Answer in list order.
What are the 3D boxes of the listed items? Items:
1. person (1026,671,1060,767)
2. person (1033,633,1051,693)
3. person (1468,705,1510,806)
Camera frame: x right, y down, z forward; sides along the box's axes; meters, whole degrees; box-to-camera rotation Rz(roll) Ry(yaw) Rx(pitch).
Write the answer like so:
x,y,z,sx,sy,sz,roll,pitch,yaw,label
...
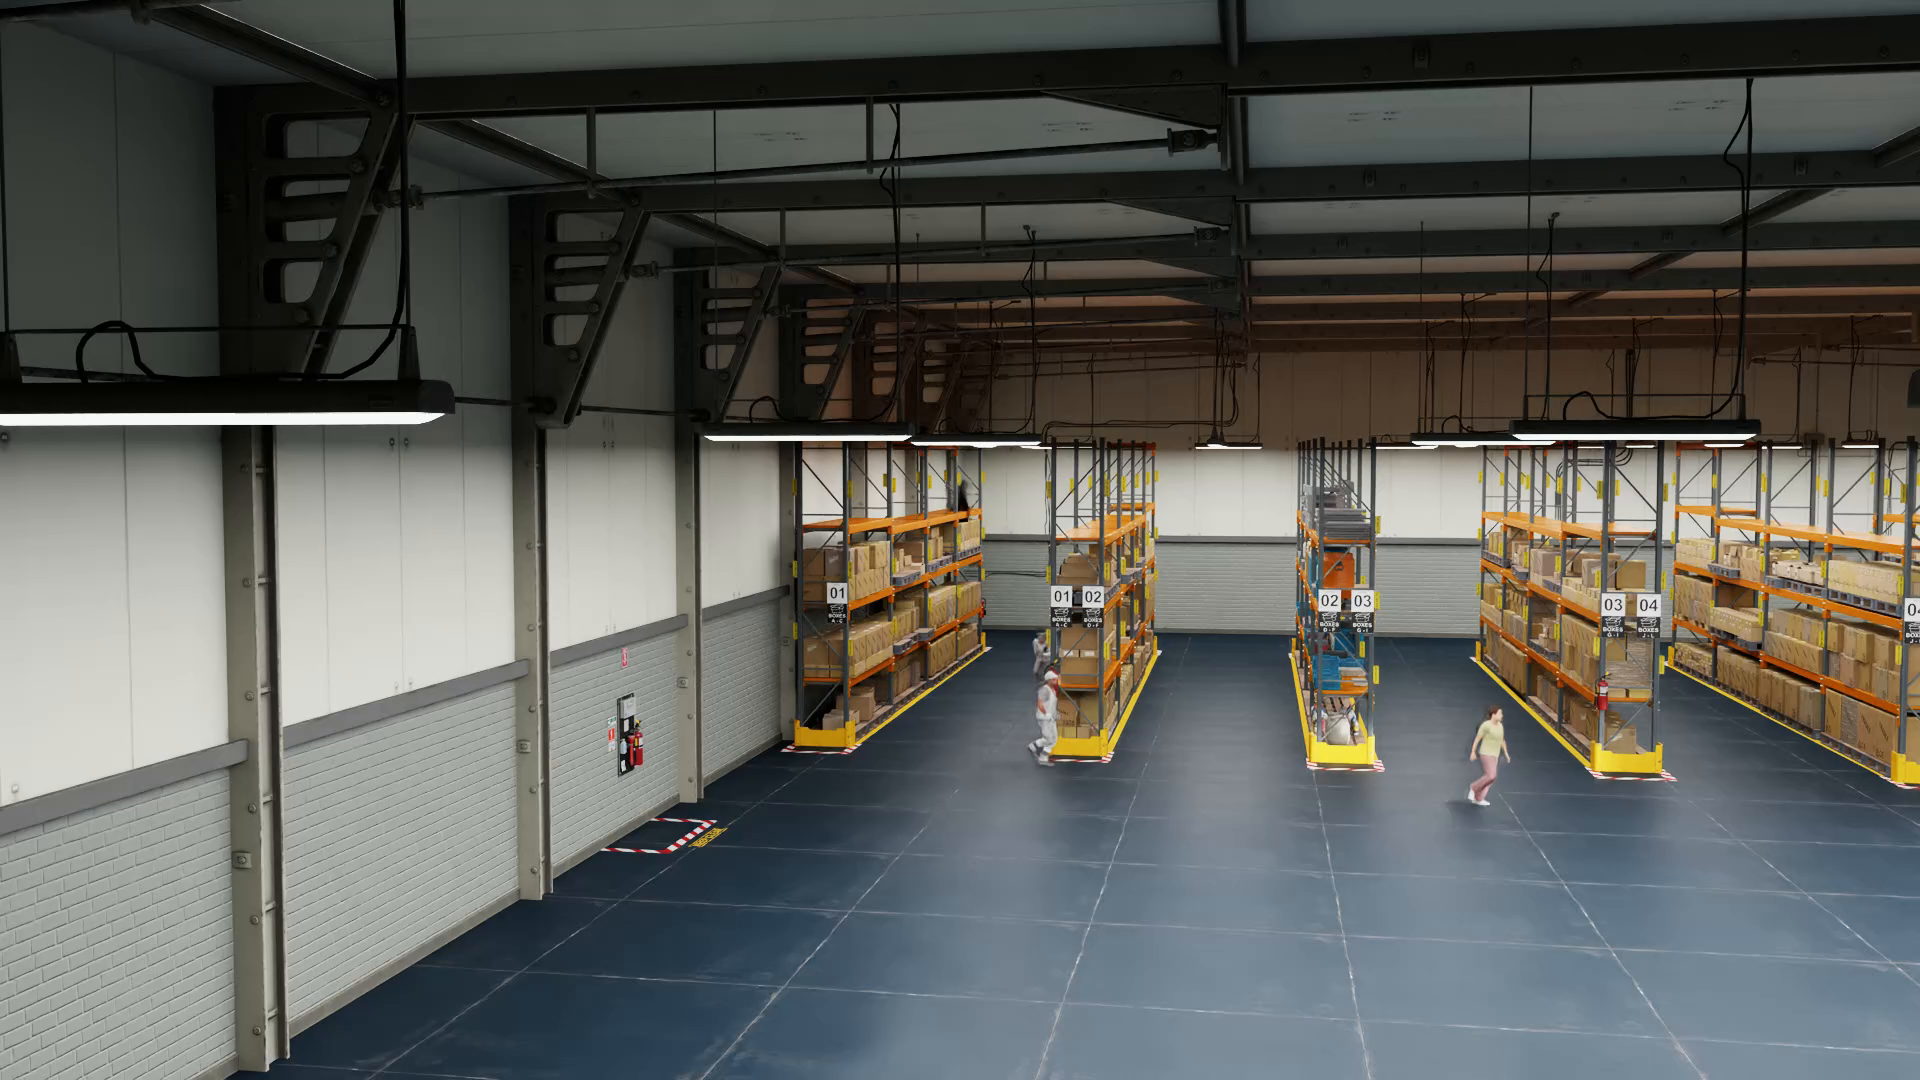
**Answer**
x,y,z,sx,sy,sz,roll,pitch,yaw,label
1.503,3.256,30.391,0.630,1.736,0.644,2,3,28,person
2.006,2.909,39.696,0.611,1.471,0.983,1,3,20,person
8.528,3.479,26.861,0.580,1.639,0.515,-2,4,-34,person
